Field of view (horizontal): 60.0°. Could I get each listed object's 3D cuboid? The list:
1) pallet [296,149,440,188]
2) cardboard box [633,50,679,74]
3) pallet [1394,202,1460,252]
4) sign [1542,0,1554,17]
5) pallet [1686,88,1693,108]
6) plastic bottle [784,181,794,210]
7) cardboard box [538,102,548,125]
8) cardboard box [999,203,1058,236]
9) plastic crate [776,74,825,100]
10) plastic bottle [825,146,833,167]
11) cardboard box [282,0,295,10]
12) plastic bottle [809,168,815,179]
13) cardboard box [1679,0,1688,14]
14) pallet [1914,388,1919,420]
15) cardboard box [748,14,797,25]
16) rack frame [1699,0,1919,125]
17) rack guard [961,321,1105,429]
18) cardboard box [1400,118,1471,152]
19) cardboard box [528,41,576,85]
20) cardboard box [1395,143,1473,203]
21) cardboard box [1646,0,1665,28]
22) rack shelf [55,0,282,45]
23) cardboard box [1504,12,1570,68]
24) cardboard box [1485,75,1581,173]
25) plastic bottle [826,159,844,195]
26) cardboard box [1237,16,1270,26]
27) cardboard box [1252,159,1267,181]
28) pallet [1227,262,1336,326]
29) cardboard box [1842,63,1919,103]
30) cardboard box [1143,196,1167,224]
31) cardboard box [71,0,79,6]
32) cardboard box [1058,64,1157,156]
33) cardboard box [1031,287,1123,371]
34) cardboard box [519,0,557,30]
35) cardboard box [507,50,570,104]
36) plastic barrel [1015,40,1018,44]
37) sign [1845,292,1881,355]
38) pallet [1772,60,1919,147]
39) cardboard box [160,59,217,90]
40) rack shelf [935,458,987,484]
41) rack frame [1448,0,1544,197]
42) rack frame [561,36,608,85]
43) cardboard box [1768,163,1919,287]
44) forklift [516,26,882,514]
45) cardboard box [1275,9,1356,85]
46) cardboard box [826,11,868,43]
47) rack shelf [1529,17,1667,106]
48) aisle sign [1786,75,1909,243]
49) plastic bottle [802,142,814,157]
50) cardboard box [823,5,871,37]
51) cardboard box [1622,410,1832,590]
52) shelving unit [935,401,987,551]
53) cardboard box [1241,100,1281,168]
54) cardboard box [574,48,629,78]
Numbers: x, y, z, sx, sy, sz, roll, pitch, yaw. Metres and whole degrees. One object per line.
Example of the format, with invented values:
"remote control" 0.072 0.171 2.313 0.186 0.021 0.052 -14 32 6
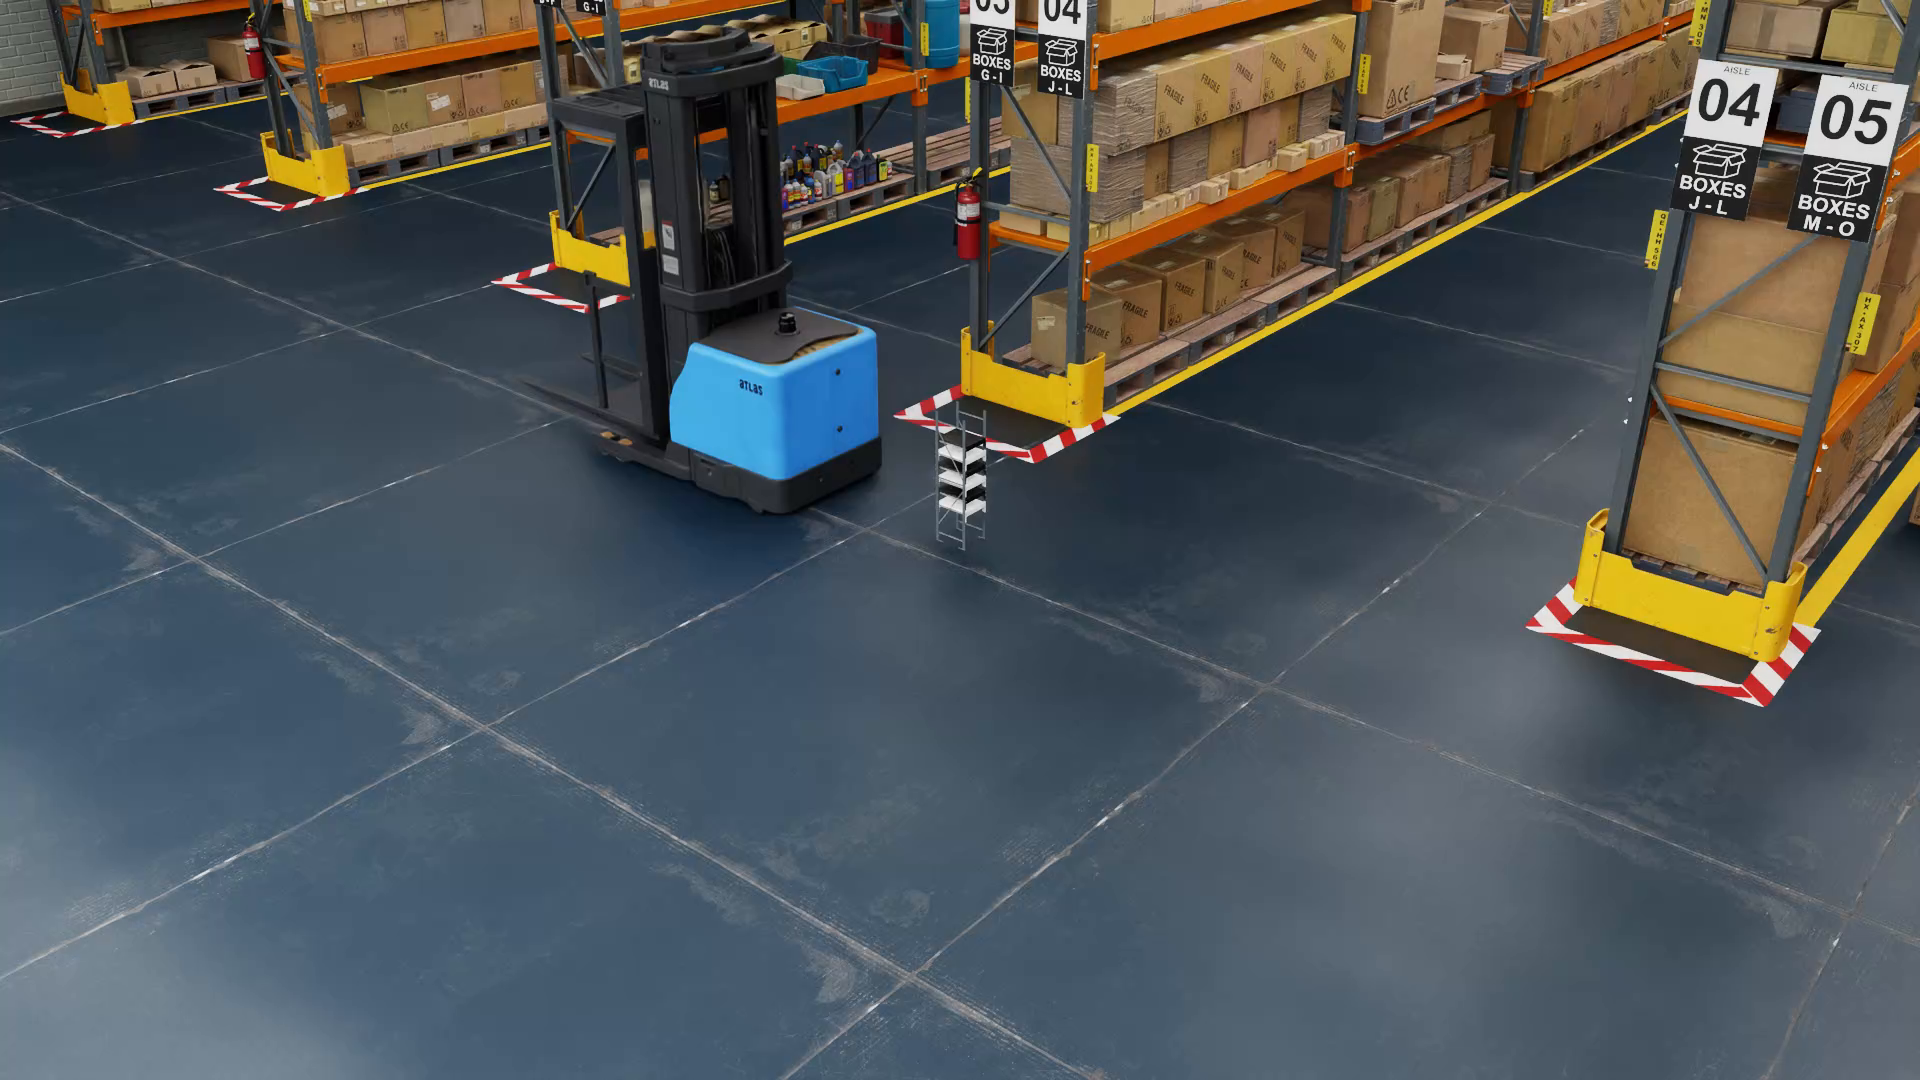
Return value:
"pallet" -6.693 -4.294 18.821 1.003 0.211 1.213 21 34 34
"cardboard box" -3.825 -6.131 21.263 0.500 0.311 0.500 20 34 34
"pallet" 4.309 -3.243 16.790 1.003 0.211 1.213 21 34 34
"sign" 6.008 -5.513 16.968 0.100 0.325 0.005 21 34 34
"pallet" 9.448 -6.050 22.215 1.003 0.211 1.213 21 34 34
"plastic bottle" -1.715 -3.457 16.659 0.097 0.271 0.097 0 27 0
"cardboard box" -5.054 -5.230 20.131 0.500 0.250 0.500 21 34 34
"cardboard box" 0.517 -2.402 12.403 0.380 0.149 0.250 21 34 34
"plastic crate" -1.620 -4.452 16.377 0.530 0.136 0.437 21 34 34
"plastic bottle" -1.426 -4.069 17.828 0.061 0.283 0.133 21 34 34
"cardboard box" -7.051 -5.773 17.830 0.380 0.149 0.250 20 33 34
"plastic bottle" -1.486 -3.687 17.089 0.061 0.283 0.133 21 34 34
"cardboard box" 8.740 -6.596 20.510 0.380 0.149 0.250 19 33 33
"pallet" 7.235 -1.342 13.115 1.003 0.211 1.213 21 34 34
"cardboard box" -2.618 -7.200 23.329 0.500 0.311 0.500 22 35 36
"rack frame" 4.258 -3.532 7.783 1.000 3.000 0.127 21 34 34
"rack guard" 0.543 -1.269 12.660 1.175 0.500 0.348 21 34 34
"cardboard box" 4.851 -4.170 16.972 0.500 0.250 0.500 -24 36 -38
"cardboard box" -5.139 -5.893 20.596 0.500 0.500 0.500 21 34 34
"cardboard box" 4.830 -3.830 17.131 0.700 0.500 0.500 18 32 30
"cardboard box" 8.041 -6.406 19.760 0.500 0.500 0.500 21 34 35
"rack shelf" -9.699 -7.085 21.964 1.077 0.370 4.000 21 34 34
"cardboard box" 6.103 -5.326 17.672 0.500 0.500 0.500 22 35 36
"cardboard box" 6.038 -4.670 18.369 1.225 0.875 0.875 19 33 32
"plastic bottle" -1.297 -3.742 17.123 0.144 0.351 0.185 21 34 34
"cardboard box" 2.240 -4.129 13.945 0.500 0.500 0.500 21 34 34
"cardboard box" 2.296 -3.068 13.690 0.380 0.149 0.250 21 34 34
"pallet" 2.639 -2.284 14.935 1.003 0.211 1.213 21 34 34
"cardboard box" 4.723 -2.347 8.465 0.380 0.149 0.250 21 34 35
"cardboard box" 1.348 -2.534 12.658 0.380 0.149 0.250 21 34 34
"cardboard box" -10.824 -6.860 20.888 0.500 0.250 0.500 21 34 35
"cardboard box" 1.055 -3.089 11.935 0.500 0.500 0.500 21 34 34
"cardboard box" 0.905 -1.645 12.930 0.500 0.500 0.500 -21 34 -35
"cardboard box" -5.210 -6.364 19.678 0.700 0.500 0.500 20 34 34
"cardboard box" -5.056 -5.564 19.959 0.500 0.500 0.500 21 34 34
"plastic barrel" 0.462 -5.814 18.576 0.433 0.535 0.433 0 27 0
"sign" 4.682 -1.123 8.627 0.100 0.325 0.005 21 34 34
"pallet" 4.722 -2.426 9.007 1.003 0.211 1.213 21 34 34
"cardboard box" -10.099 -6.118 21.759 0.500 0.311 0.500 24 36 38
"rack shelf" 0.005 -0.453 10.523 0.258 0.077 0.200 21 34 34
"rack frame" 5.583 -5.189 17.516 1.000 3.000 0.127 21 34 34
"rack frame" -4.602 -6.667 20.374 1.000 3.000 0.127 21 34 34
"cardboard box" 5.264 -1.914 9.848 0.875 0.550 0.550 21 34 34
"forklift" -2.002 -2.019 11.463 3.031 2.935 1.130 21 34 34
"cardboard box" 2.965 -4.151 13.990 0.500 0.500 0.500 21 34 34
"cardboard box" -1.548 -7.249 23.739 0.500 0.500 0.500 22 35 36
"rack shelf" 6.856 -5.579 19.052 1.077 0.370 4.000 21 34 34
"aisle sign" 4.444 -1.909 8.346 0.394 0.787 0.004 21 34 34
"plastic bottle" -1.616 -4.072 17.762 0.144 0.351 0.185 22 34 36
"cardboard box" -1.644 -7.571 24.362 0.500 0.500 0.500 22 35 36
"cardboard box" 4.638 -0.370 10.056 0.875 0.875 0.875 21 34 35
"shelving unit" 0.005 -0.403 10.549 0.258 0.900 0.210 21 34 34
"cardboard box" 2.120 -3.432 13.687 0.875 0.500 0.500 21 34 34
"cardboard box" -4.566 -6.109 21.220 0.500 0.311 0.500 21 34 34
